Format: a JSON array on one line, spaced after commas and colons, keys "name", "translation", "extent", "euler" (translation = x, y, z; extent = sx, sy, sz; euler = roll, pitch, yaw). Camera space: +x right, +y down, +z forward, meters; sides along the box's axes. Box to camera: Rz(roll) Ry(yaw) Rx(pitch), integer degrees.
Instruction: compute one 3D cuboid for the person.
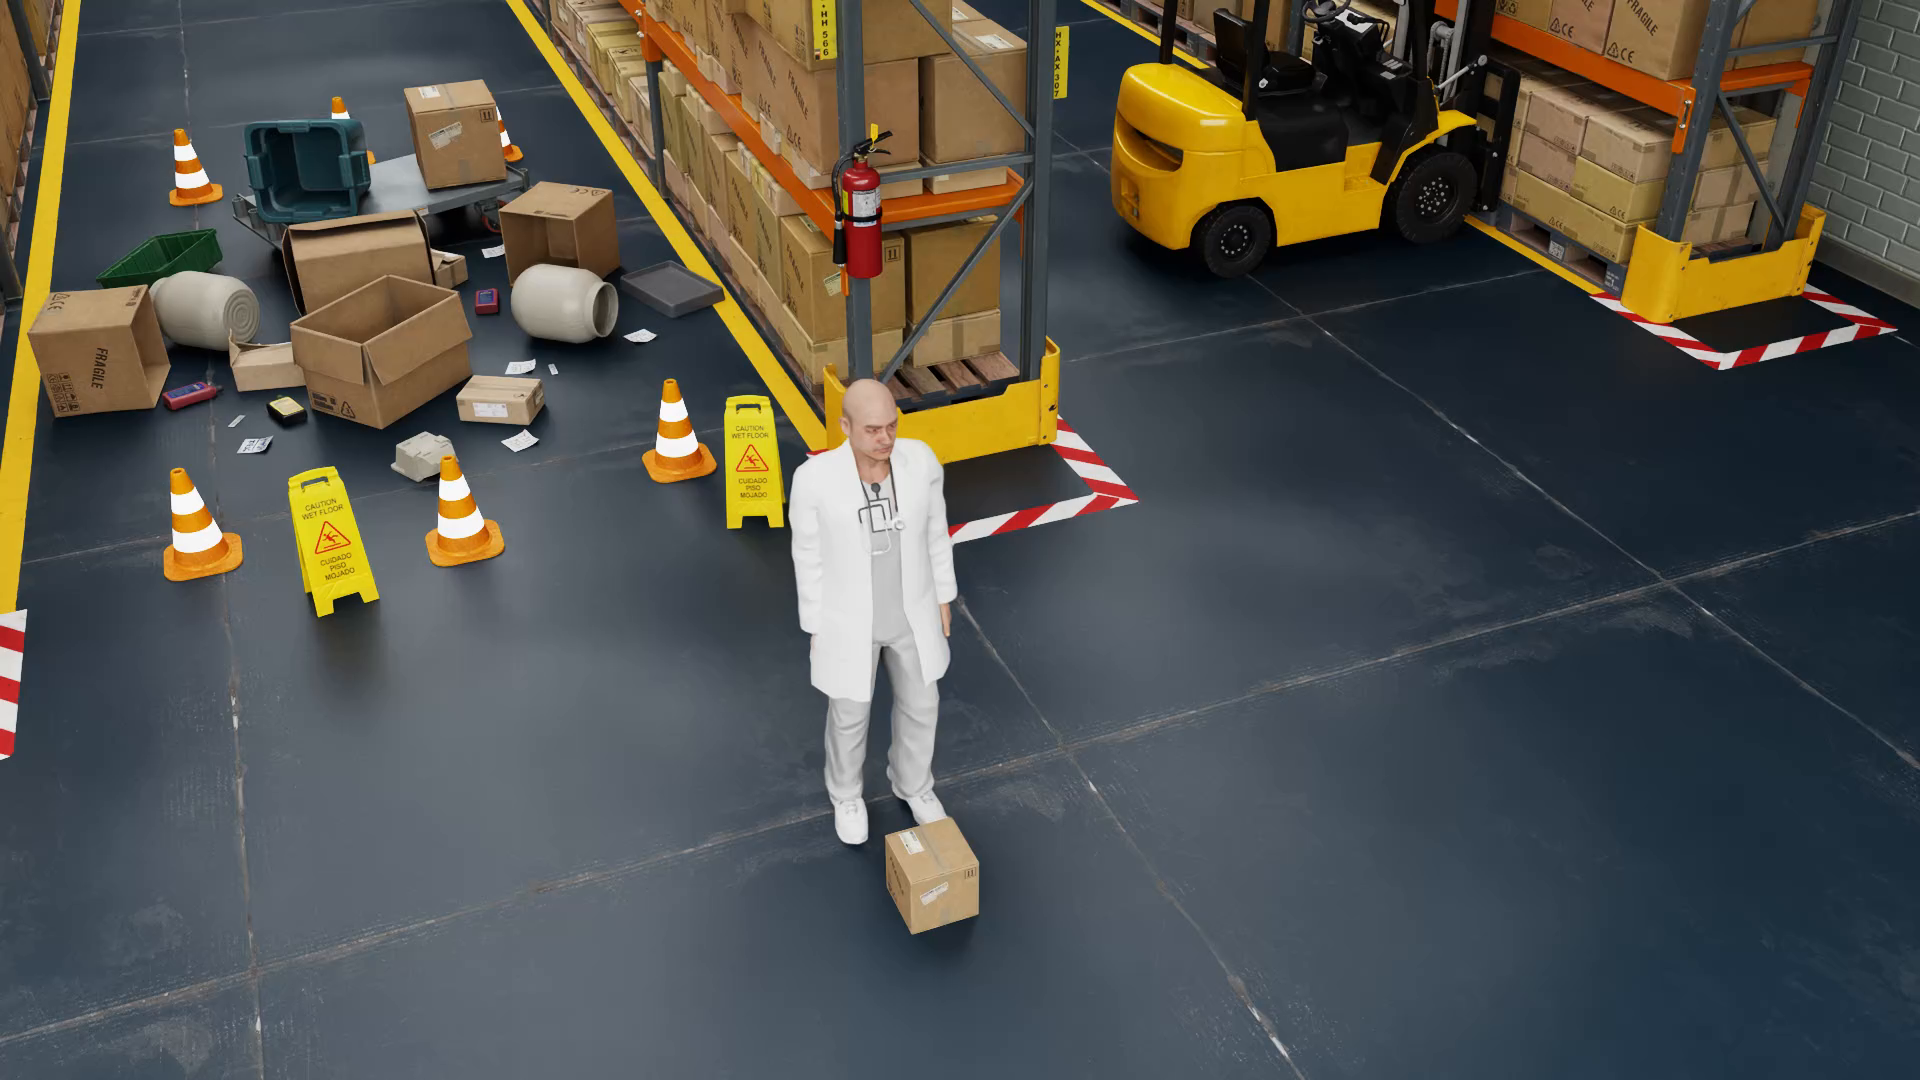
[{"name": "person", "translation": [-0.265, 0.273, 5.735], "extent": [0.571, 1.775, 0.436], "euler": [-12, 35, -18]}]
